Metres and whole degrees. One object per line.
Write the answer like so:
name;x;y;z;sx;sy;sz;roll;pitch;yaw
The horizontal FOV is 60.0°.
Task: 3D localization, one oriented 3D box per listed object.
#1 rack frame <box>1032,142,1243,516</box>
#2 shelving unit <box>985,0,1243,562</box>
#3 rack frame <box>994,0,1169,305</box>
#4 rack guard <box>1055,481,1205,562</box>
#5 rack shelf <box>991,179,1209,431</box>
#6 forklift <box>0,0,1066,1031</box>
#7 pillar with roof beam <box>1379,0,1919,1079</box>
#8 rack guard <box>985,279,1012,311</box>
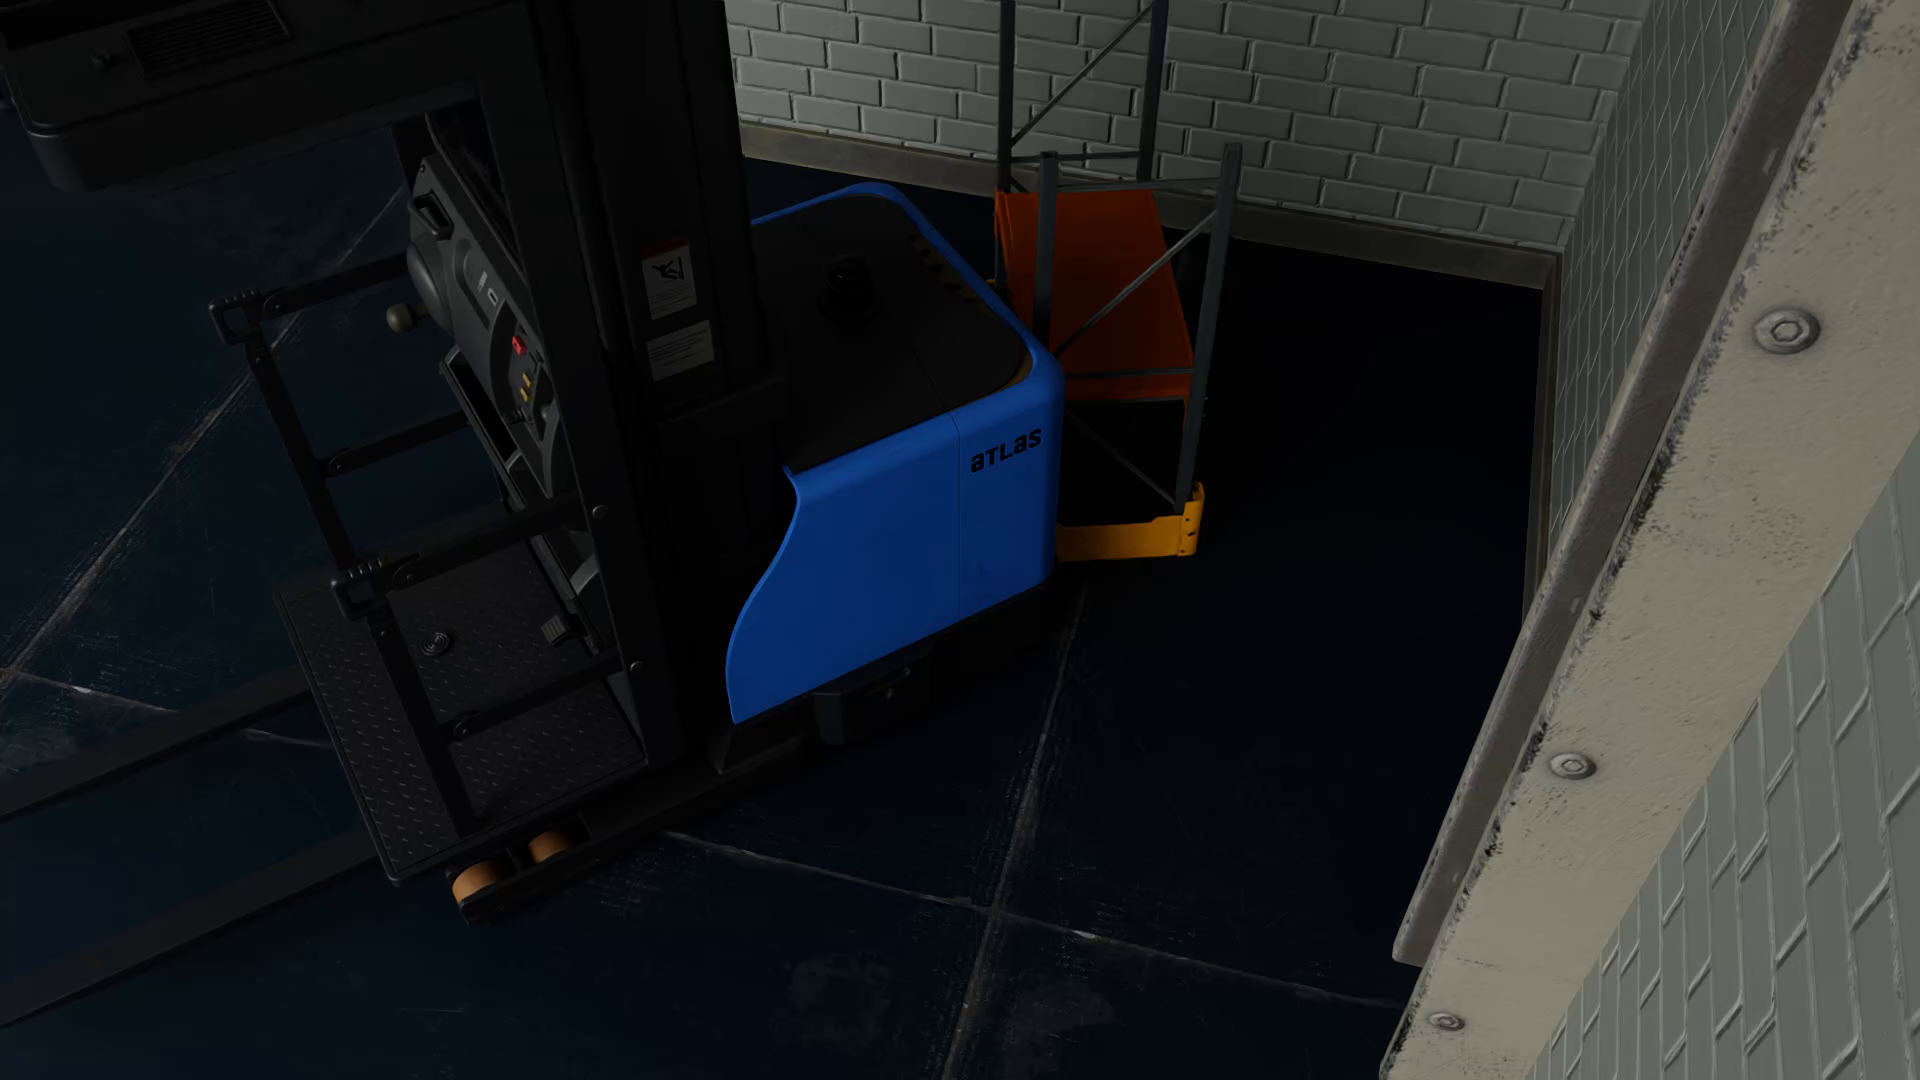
rack frame;0.448;-0.463;4.659;0.500;1.500;0.032;-3;49;-3
shelving unit;0.409;-0.837;4.988;0.587;1.500;1.083;-3;49;-3
rack frame;0.369;-1.223;5.329;0.500;1.500;0.032;-3;49;-3
rack guard;0.448;-0.051;5.128;0.587;0.250;0.087;-3;49;-3
rack shelf;0.408;-0.724;5.129;0.538;0.185;1.000;-3;49;-3
forklift;-1.247;-0.431;3.676;3.031;2.935;1.130;-24;53;-20
pillar with roof beam;-2.926;-2.612;1.553;9.100;9.000;0.400;12;50;10
rack guard;0.370;-0.795;5.785;0.587;0.250;0.087;-3;49;-3
